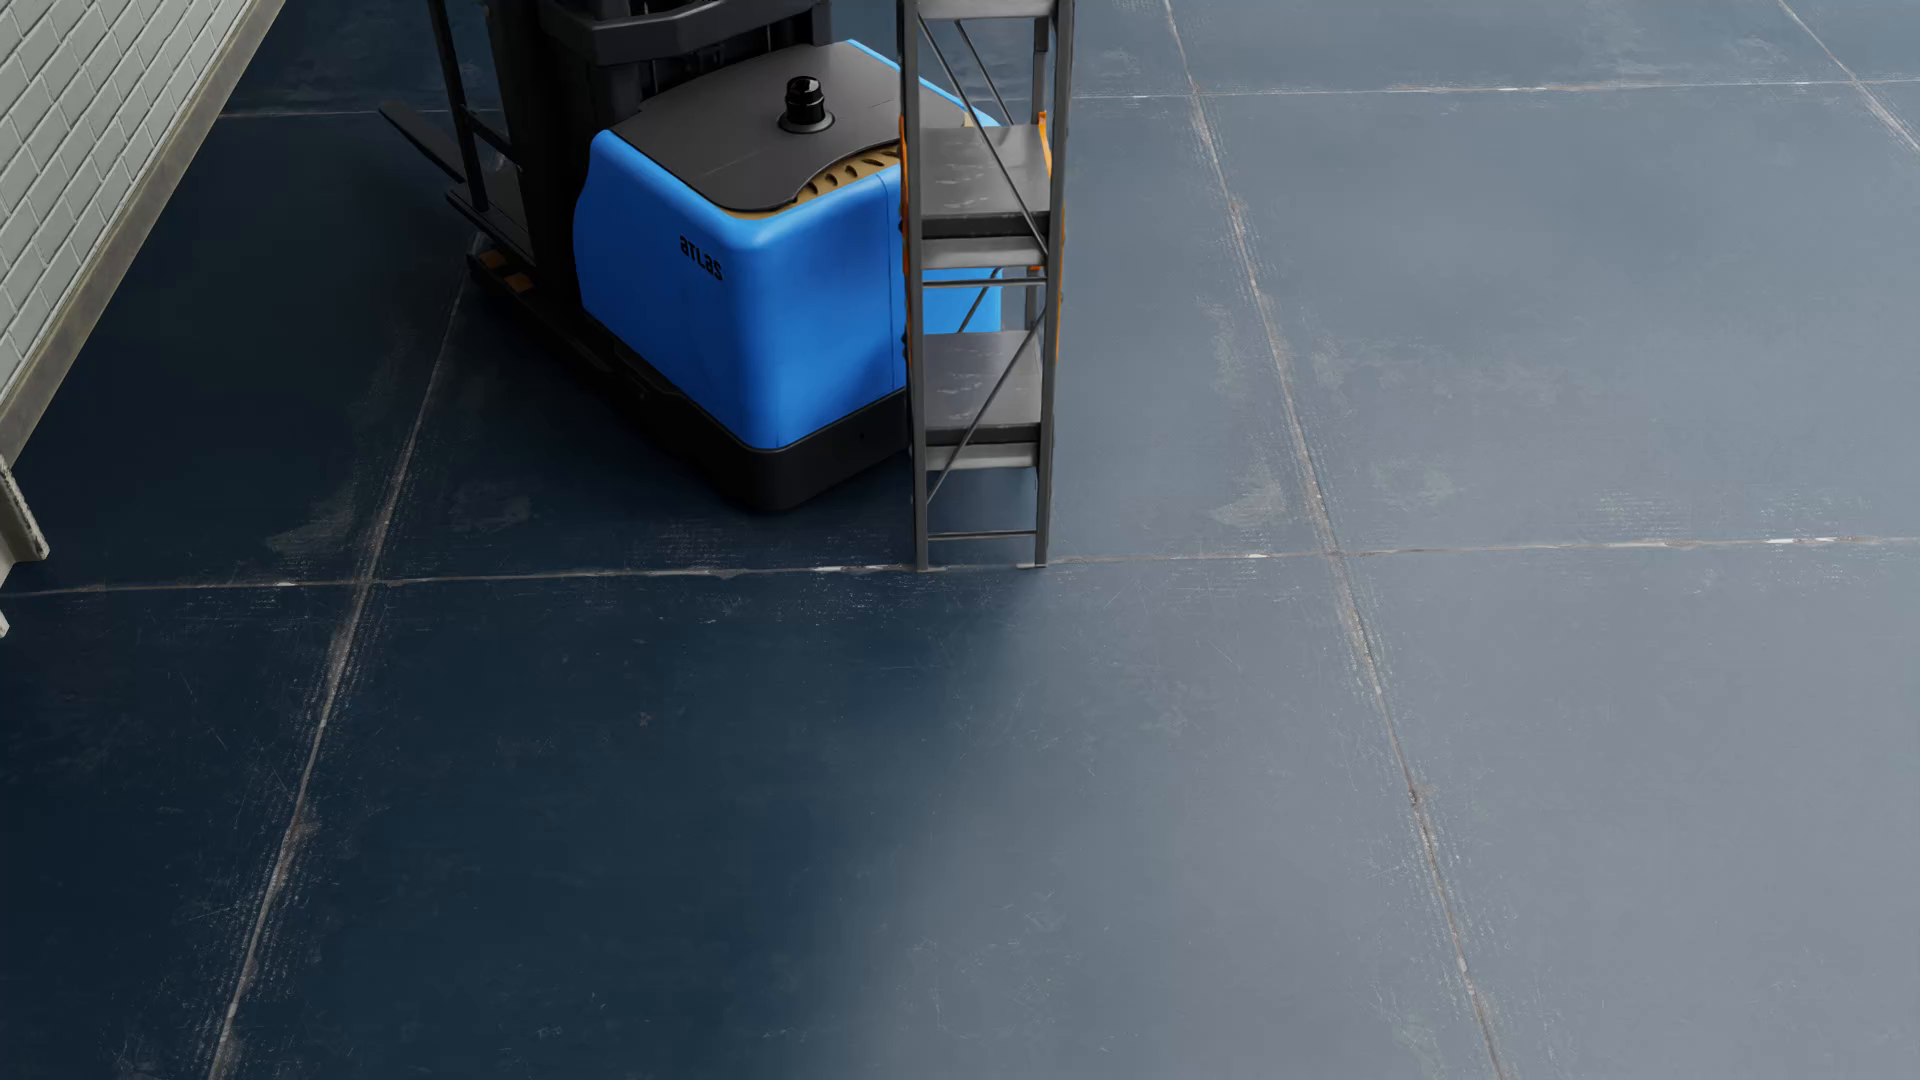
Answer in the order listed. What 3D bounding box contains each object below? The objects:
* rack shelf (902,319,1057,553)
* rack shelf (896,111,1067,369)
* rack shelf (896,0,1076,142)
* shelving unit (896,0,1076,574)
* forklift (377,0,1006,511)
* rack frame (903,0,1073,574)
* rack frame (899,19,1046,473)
[{"bbox_3d":[0.051,-0.320,5.101,0.431,0.518,0.480,-3,43,-3],"label":"rack shelf"},{"bbox_3d":[0.051,-0.836,4.628,0.431,0.518,0.480,-3,43,-3],"label":"rack shelf"},{"bbox_3d":[0.051,-1.352,4.155,0.431,0.518,0.480,-3,43,-3],"label":"rack shelf"},{"bbox_3d":[0.051,-0.846,4.619,0.431,2.100,0.503,-3,43,-3],"label":"shelving unit"},{"bbox_3d":[-1.185,-2.097,5.368,1.130,2.935,3.031,-30,50,-29],"label":"forklift"},{"bbox_3d":[0.066,-0.682,4.440,0.400,2.100,0.015,-3,43,-3],"label":"rack frame"},{"bbox_3d":[0.035,-1.011,4.799,0.400,2.100,0.015,-3,43,-3],"label":"rack frame"}]
